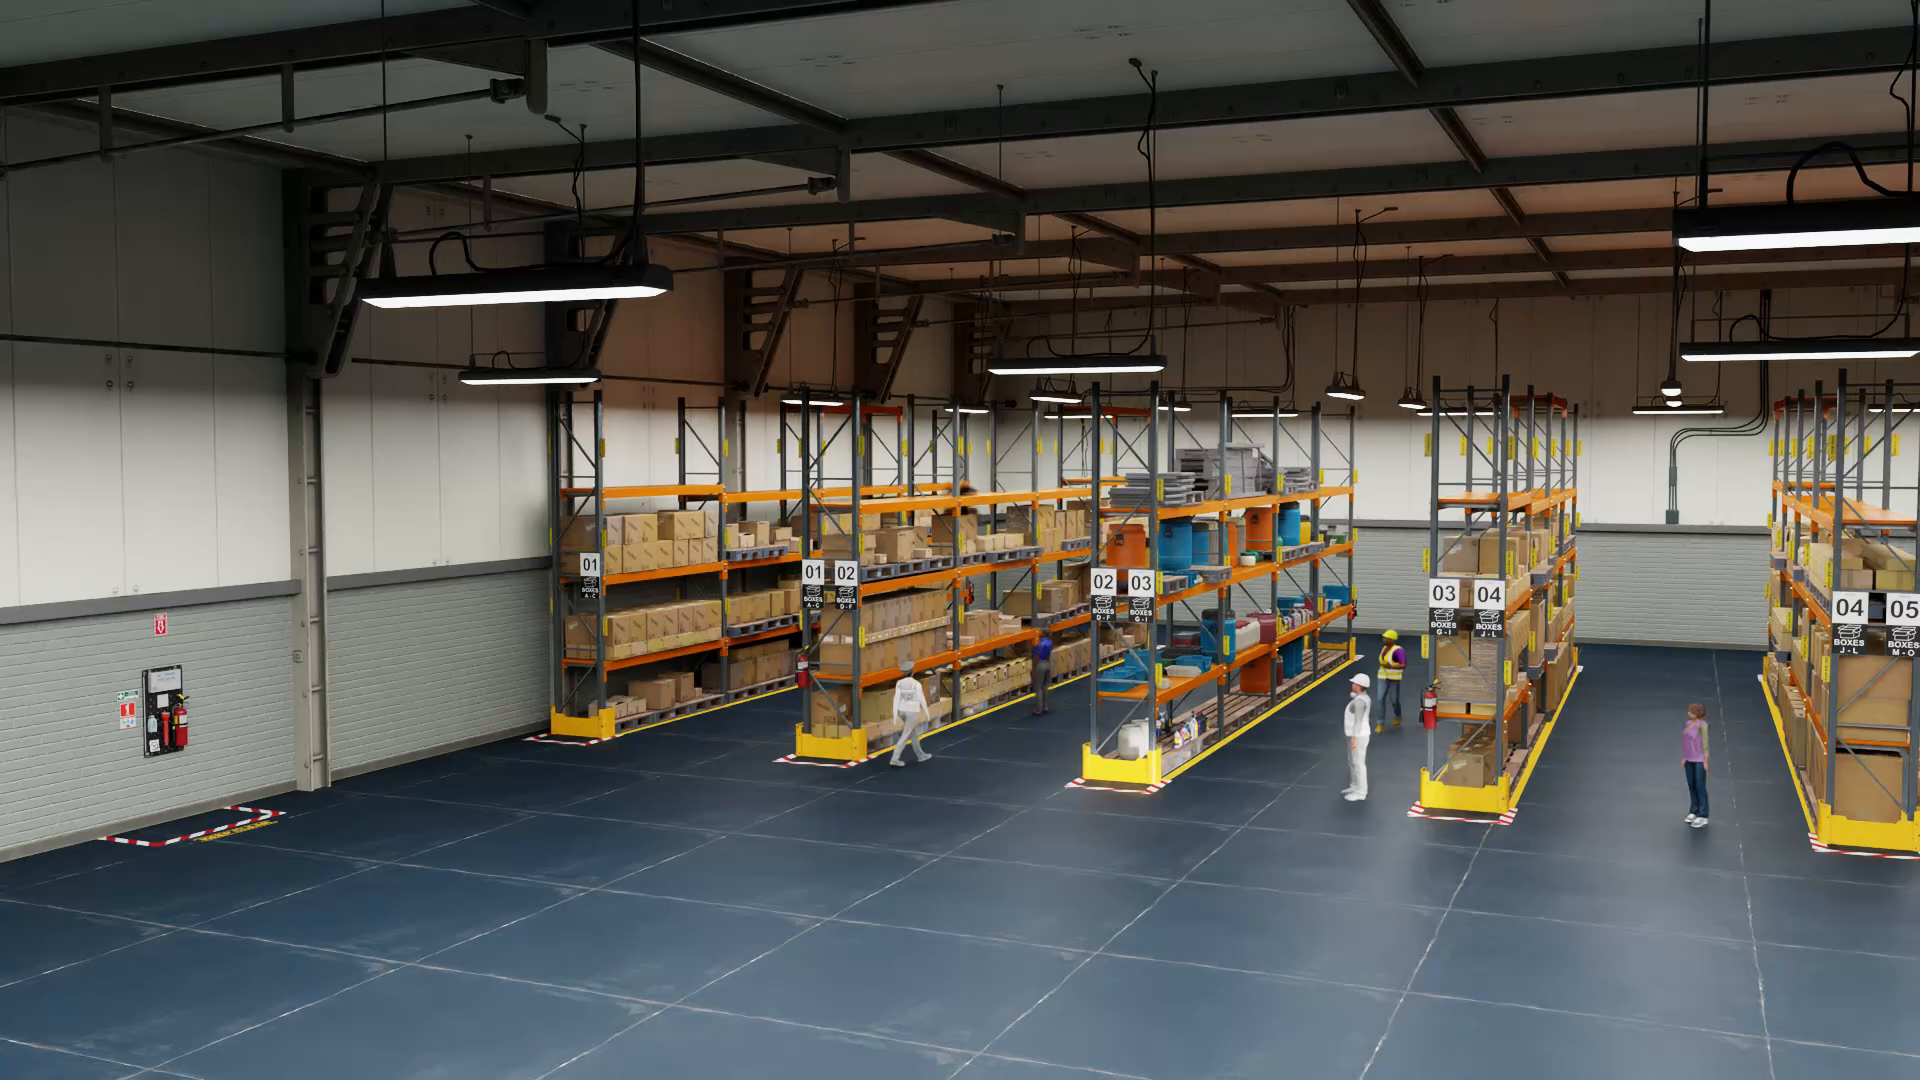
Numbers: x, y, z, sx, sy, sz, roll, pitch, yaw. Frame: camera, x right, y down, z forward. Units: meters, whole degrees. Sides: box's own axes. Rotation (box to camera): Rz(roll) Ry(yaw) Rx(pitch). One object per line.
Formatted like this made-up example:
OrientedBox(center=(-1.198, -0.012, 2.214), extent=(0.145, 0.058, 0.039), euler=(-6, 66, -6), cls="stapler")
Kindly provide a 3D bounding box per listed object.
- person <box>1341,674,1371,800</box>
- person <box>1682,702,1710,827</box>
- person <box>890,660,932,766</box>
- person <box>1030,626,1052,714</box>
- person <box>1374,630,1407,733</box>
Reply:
OrientedBox(center=(5.676, 2.791, 23.763), extent=(0.399, 1.779, 0.582), euler=(0, 3, 4), cls="person")
OrientedBox(center=(9.807, 2.979, 22.174), extent=(0.379, 1.611, 0.524), euler=(-1, 3, -11), cls="person")
OrientedBox(center=(-0.741, 2.714, 26.178), extent=(0.966, 1.645, 0.454), euler=(-3, 4, -39), cls="person")
OrientedBox(center=(1.497, 2.445, 31.410), extent=(0.470, 1.661, 0.498), euler=(2, 4, 33), cls="person")
OrientedBox(center=(7.679, 2.498, 29.470), extent=(0.547, 1.809, 0.847), euler=(2, 4, 29), cls="person")
